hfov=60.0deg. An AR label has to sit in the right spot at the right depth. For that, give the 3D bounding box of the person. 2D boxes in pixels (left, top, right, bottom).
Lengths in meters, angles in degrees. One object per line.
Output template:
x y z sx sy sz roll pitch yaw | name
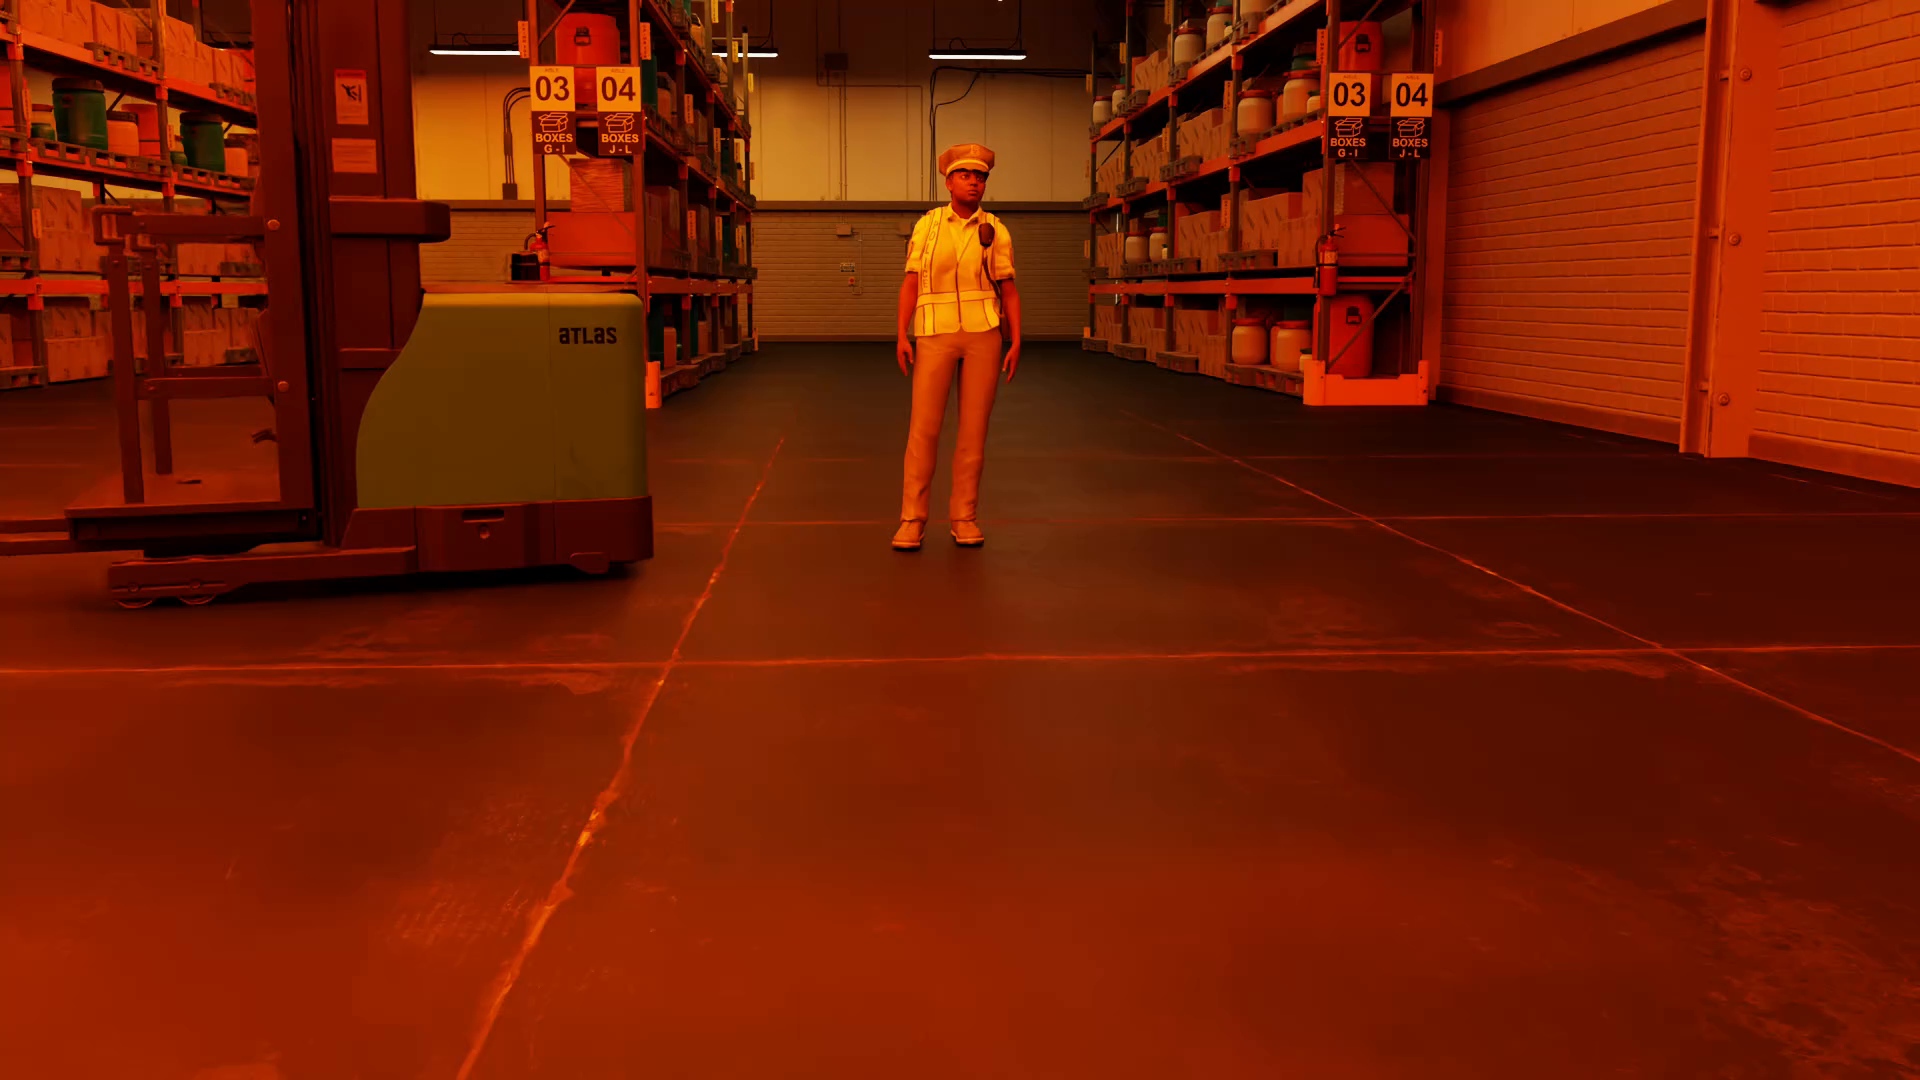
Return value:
-0.015 -0.835 7.109 0.570 1.697 0.528 -1 8 -4 | person

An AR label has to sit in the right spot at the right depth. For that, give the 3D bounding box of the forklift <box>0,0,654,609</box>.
-2.751 -1.301 6.091 3.031 2.935 1.130 -3 9 -20 | forklift
